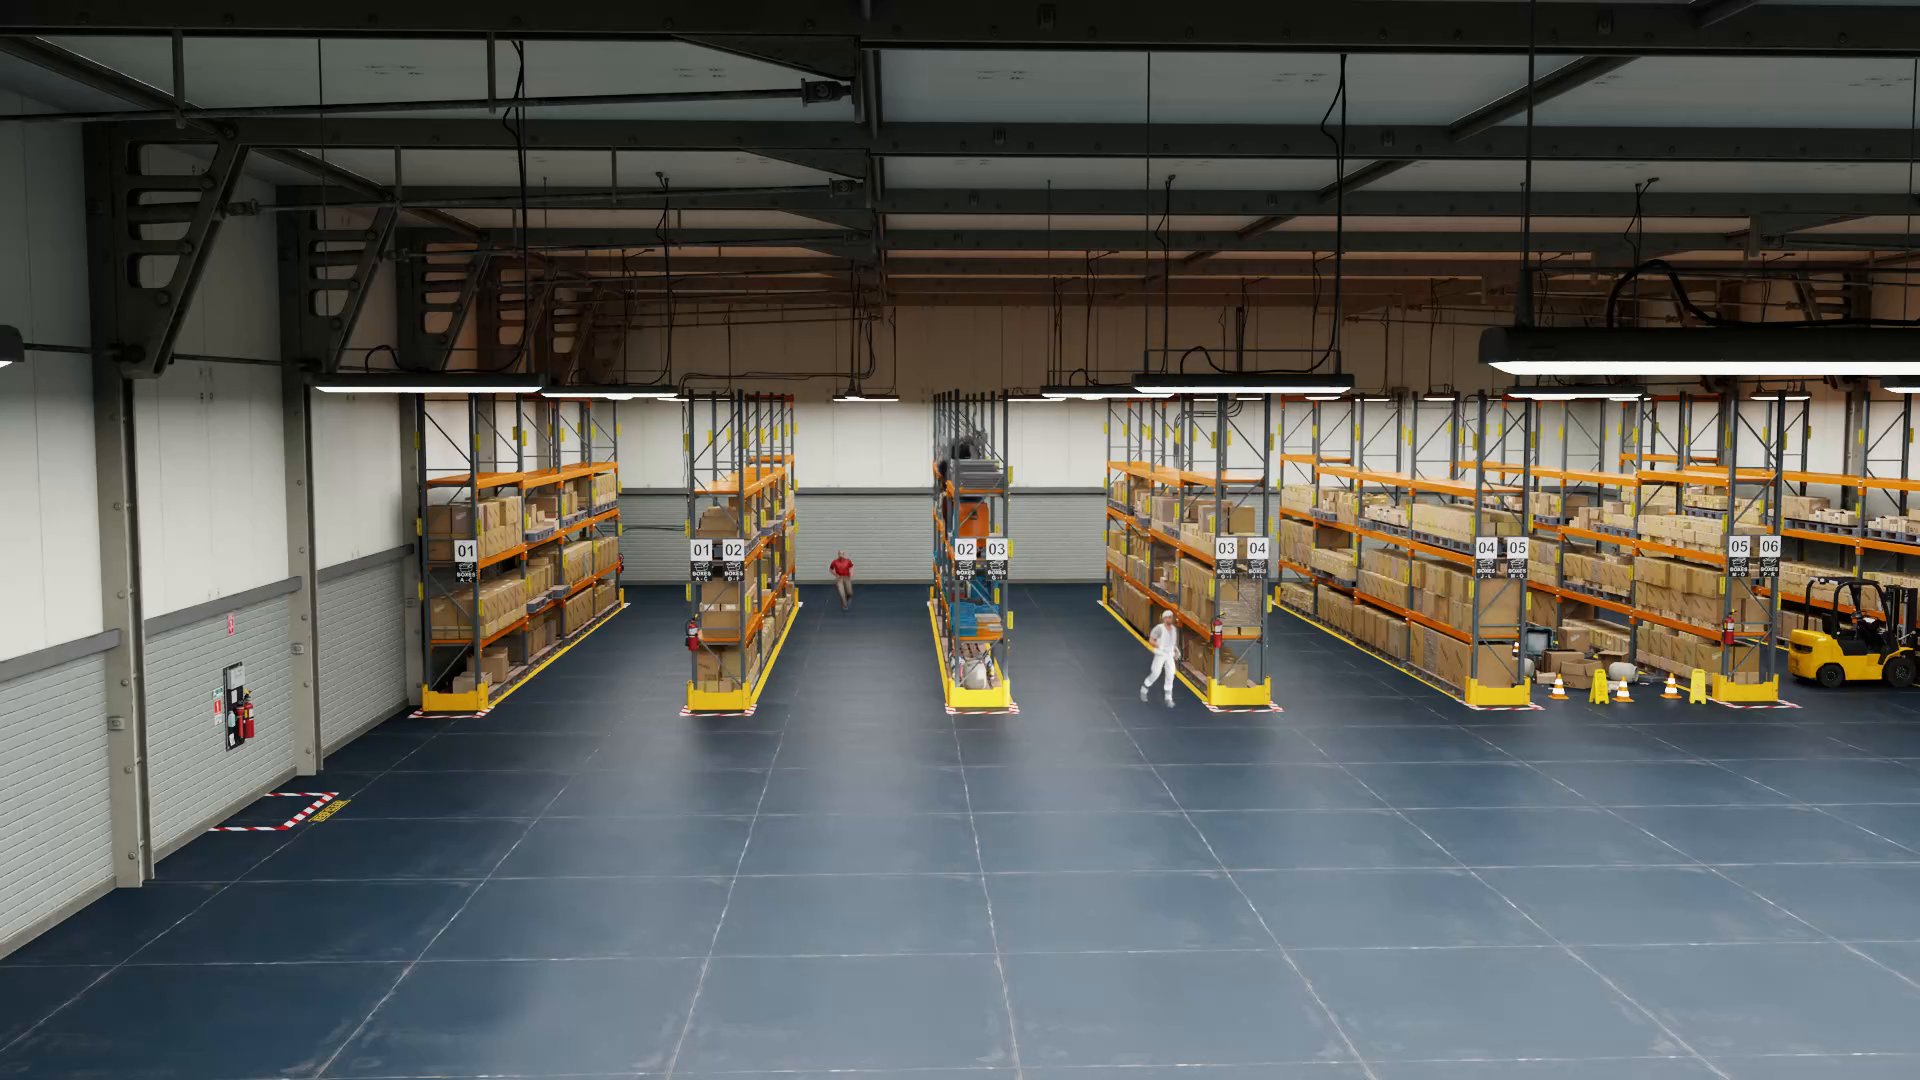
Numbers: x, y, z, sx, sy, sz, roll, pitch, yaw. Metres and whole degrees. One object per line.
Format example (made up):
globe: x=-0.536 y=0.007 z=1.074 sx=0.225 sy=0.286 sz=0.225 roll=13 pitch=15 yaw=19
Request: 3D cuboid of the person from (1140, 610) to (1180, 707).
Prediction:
person: x=3.921 y=2.229 z=31.723 sx=0.709 sy=1.789 sz=0.902 roll=-2 pitch=5 yaw=-28

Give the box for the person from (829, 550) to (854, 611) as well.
person: x=-3.281 y=1.116 z=46.235 sx=0.694 sy=1.673 sz=0.542 roll=-1 pitch=5 yaw=-15

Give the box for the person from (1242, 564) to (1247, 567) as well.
person: x=7.845 y=1.009 z=47.553 sx=0.834 sy=1.672 sz=0.579 roll=1 pitch=5 yaw=10
